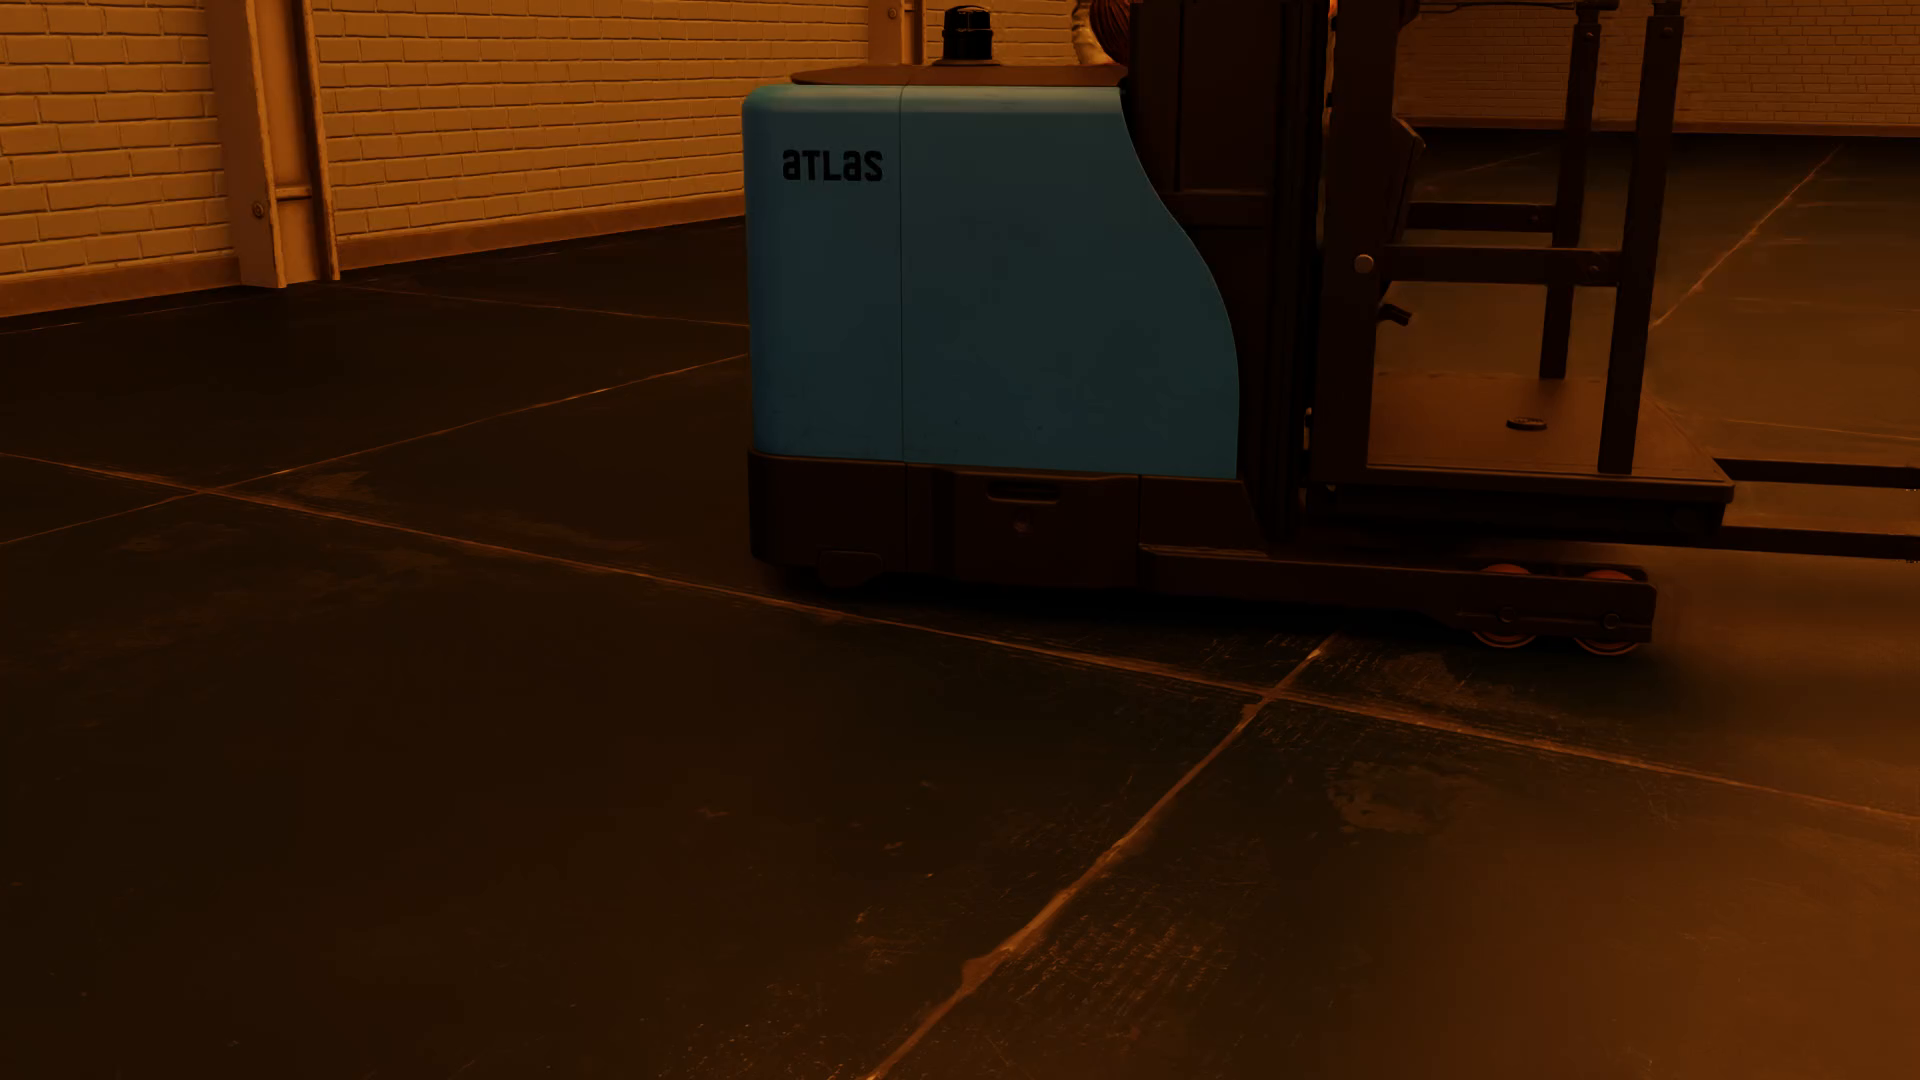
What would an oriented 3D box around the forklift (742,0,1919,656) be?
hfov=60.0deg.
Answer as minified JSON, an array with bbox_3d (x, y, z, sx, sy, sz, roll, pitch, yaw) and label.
[{"bbox_3d":[1.107,-1.342,3.411,3.031,2.935,1.130,4,17,12],"label":"forklift"}]

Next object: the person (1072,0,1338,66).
[{"bbox_3d":[0.716,-1.051,4.878,0.862,1.515,0.603,6,17,19],"label":"person"}]
